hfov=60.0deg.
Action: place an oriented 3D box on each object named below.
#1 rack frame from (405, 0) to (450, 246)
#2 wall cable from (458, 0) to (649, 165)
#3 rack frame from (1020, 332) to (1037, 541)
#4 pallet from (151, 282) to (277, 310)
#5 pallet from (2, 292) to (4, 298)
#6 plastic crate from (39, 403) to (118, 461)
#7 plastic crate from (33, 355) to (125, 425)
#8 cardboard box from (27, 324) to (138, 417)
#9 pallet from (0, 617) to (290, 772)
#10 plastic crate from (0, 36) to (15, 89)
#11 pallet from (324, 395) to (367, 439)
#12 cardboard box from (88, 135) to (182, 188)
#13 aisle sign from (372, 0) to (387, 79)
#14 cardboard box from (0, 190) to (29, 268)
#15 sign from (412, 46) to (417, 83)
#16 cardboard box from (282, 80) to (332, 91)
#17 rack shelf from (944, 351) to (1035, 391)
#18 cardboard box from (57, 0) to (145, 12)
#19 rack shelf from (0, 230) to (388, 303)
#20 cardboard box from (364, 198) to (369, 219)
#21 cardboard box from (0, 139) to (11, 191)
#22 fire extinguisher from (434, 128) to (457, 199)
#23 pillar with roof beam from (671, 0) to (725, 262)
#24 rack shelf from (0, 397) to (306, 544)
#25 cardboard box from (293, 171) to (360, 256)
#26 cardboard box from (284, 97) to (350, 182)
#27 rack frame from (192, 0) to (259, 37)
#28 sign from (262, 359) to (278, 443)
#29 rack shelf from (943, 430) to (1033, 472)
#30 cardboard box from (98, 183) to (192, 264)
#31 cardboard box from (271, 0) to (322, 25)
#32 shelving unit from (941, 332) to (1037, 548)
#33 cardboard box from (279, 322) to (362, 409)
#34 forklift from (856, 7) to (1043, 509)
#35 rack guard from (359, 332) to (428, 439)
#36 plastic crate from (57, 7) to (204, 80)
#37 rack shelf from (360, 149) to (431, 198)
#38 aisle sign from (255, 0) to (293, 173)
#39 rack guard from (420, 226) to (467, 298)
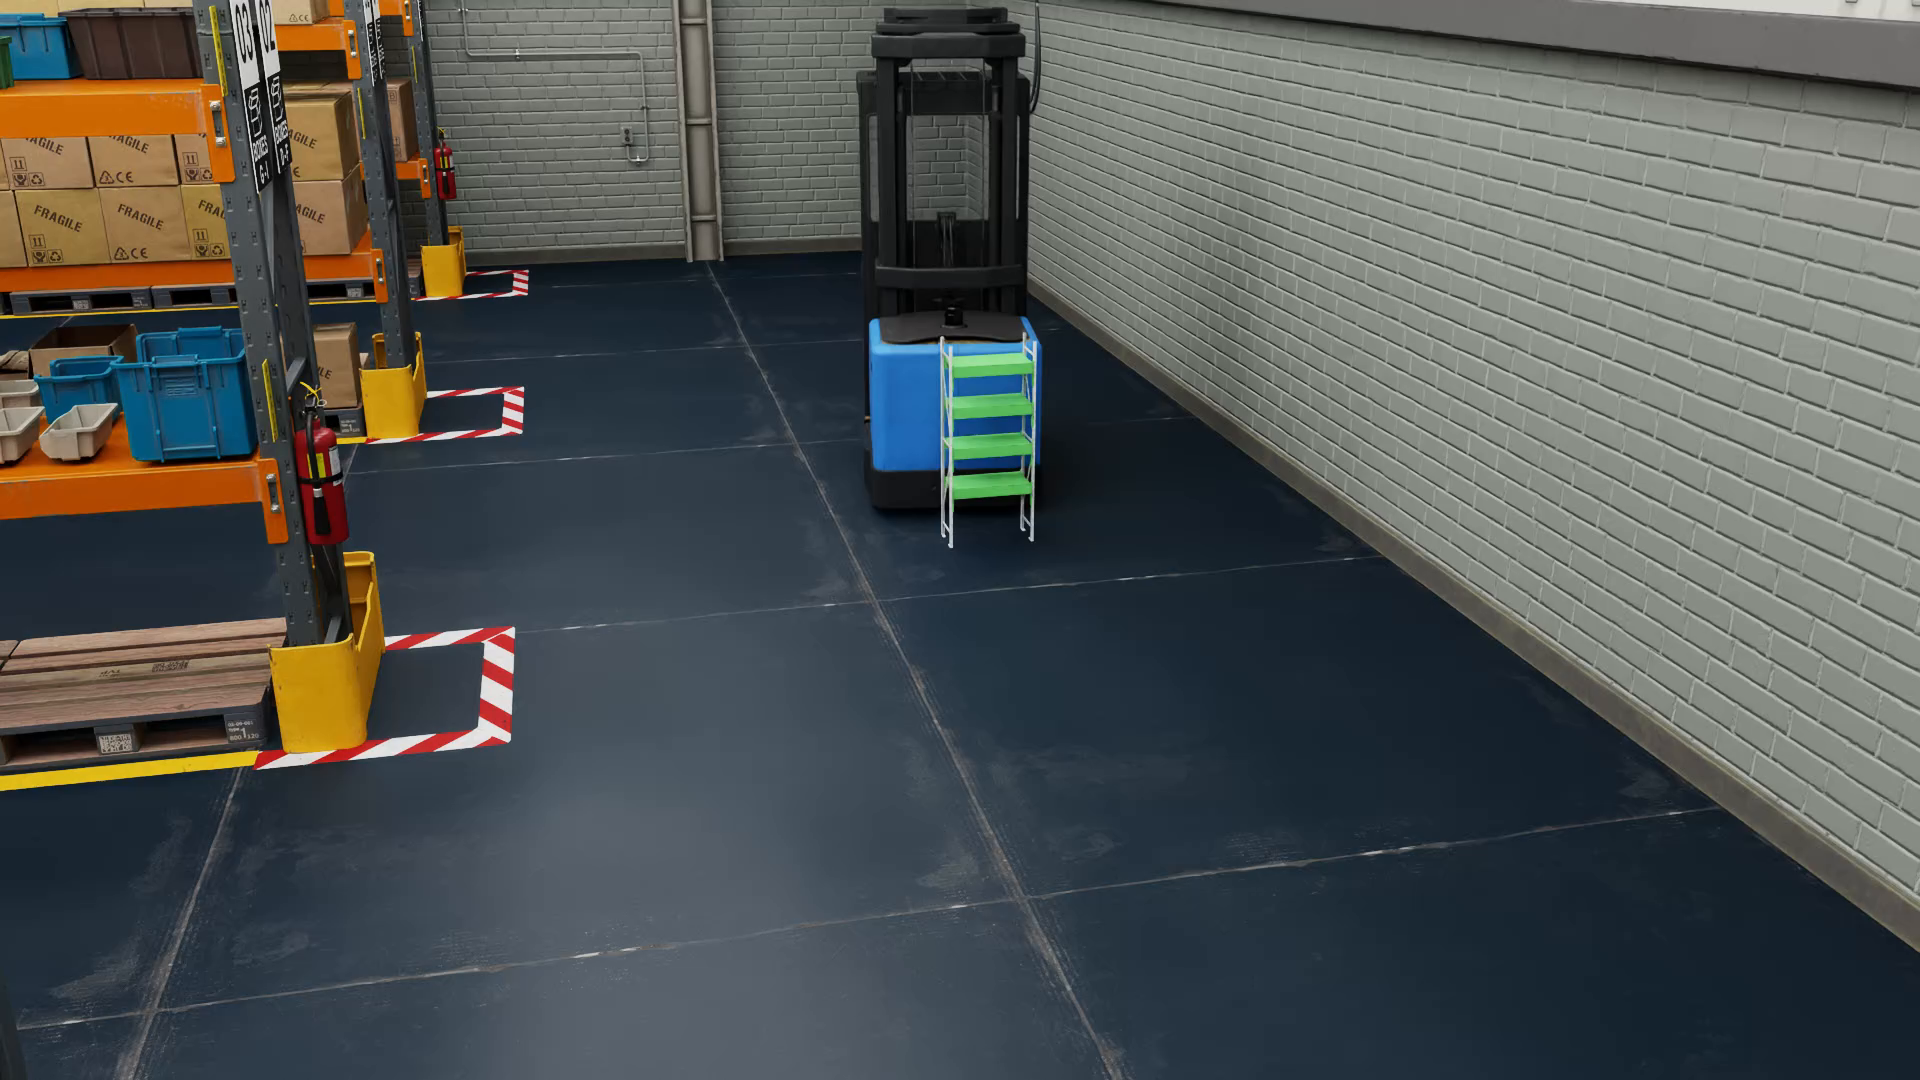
[{"bbox_3d":[-5.225,-3.988,16.340,0.127,3.000,1.000,-5,21,-12],"label":"rack frame"},{"bbox_3d":[-4.197,-4.883,17.306,1.851,1.984,0.084,-5,21,-12],"label":"wall cable"},{"bbox_3d":[0.399,-0.596,9.697,0.015,1.200,0.240,-5,21,-12],"label":"rack frame"},{"bbox_3d":[-7.170,-2.494,16.315,1.213,0.211,1.003,-5,21,-12],"label":"pallet"},{"bbox_3d":[-9.851,-2.276,15.720,1.213,0.211,1.003,-5,21,-12],"label":"pallet"},{"bbox_3d":[-3.697,-0.451,6.981,0.243,0.136,0.396,-5,21,-12],"label":"plastic crate"},{"bbox_3d":[-3.902,-0.660,7.411,0.300,0.233,0.416,-5,21,-12],"label":"plastic crate"},{"bbox_3d":[-6.147,-1.198,11.714,0.637,0.503,0.797,-5,21,-12],"label":"cardboard box"},{"bbox_3d":[-3.757,0.690,7.624,1.213,0.211,1.003,-5,21,-12],"label":"pallet"},{"bbox_3d":[-3.840,-1.807,6.334,0.336,0.188,0.450,-5,21,-12],"label":"plastic crate"},{"bbox_3d":[-4.931,-0.951,12.105,1.213,0.211,1.003,-5,21,-12],"label":"pallet"},{"bbox_3d":[-5.446,-2.636,11.052,0.500,0.500,0.500,-4,21,-11],"label":"cardboard box"},{"bbox_3d":[-4.083,-3.654,11.650,0.004,0.787,0.394,-5,21,-12],"label":"aisle sign"},{"bbox_3d":[-6.431,-2.090,11.014,0.500,0.500,0.500,-5,21,-13],"label":"cardboard box"},{"bbox_3d":[-5.114,-4.460,15.601,0.005,0.325,0.100,-5,21,-12],"label":"sign"},{"bbox_3d":[-6.425,-4.024,16.002,0.700,0.700,0.980,-5,21,-13],"label":"cardboard box"},{"bbox_3d":[0.161,-0.967,9.501,0.480,0.148,0.258,-5,21,-12],"label":"rack shelf"},{"bbox_3d":[-5.494,-3.459,10.754,0.500,0.250,0.500,-5,21,-12],"label":"cardboard box"},{"bbox_3d":[-6.028,-1.834,11.506,4.000,0.370,1.077,-5,21,-12],"label":"rack shelf"},{"bbox_3d":[-5.808,-3.304,16.553,0.250,0.149,0.380,-5,21,-12],"label":"cardboard box"},{"bbox_3d":[-6.449,-2.554,10.828,0.500,0.500,0.500,-5,21,-14],"label":"cardboard box"},{"bbox_3d":[-4.972,-3.634,16.028,0.183,0.674,0.296,-5,21,-12],"label":"fire extinguisher"},{"bbox_3d":[-1.806,-5.867,12.748,0.400,9.000,9.100,-5,21,-12],"label":"pillar with roof beam"},{"bbox_3d":[-4.892,-0.176,6.979,4.000,0.370,1.077,-5,21,-12],"label":"rack shelf"},{"bbox_3d":[-4.455,-2.250,11.452,0.500,0.500,0.500,-4,20,-11],"label":"cardboard box"},{"bbox_3d":[-4.452,-2.719,11.278,0.500,0.500,0.500,-5,21,-13],"label":"cardboard box"},{"bbox_3d":[-2.946,-3.489,6.255,0.127,3.000,1.000,-5,21,-12],"label":"rack frame"},{"bbox_3d":[-2.803,-0.565,6.760,0.005,0.325,0.100,-5,21,-12],"label":"sign"},{"bbox_3d":[0.161,-0.516,9.666,0.480,0.148,0.258,-5,21,-12],"label":"rack shelf"},{"bbox_3d":[-5.446,-2.171,11.234,0.500,0.500,0.500,-4,21,-12],"label":"cardboard box"},{"bbox_3d":[-4.521,-3.539,10.972,0.500,0.250,0.500,-5,21,-12],"label":"cardboard box"},{"bbox_3d":[0.161,-0.576,9.644,0.503,1.200,0.258,-5,21,-12],"label":"shelving unit"},{"bbox_3d":[-4.554,-1.237,11.826,0.500,0.500,0.500,-5,21,-12],"label":"cardboard box"},{"bbox_3d":[-0.120,-2.028,11.088,1.130,2.935,3.031,-1,20,-4],"label":"forklift"},{"bbox_3d":[-4.156,-1.150,12.228,0.348,0.500,1.175,-5,21,-12],"label":"rack guard"},{"bbox_3d":[-3.384,-2.082,6.965,0.590,0.269,0.497,-5,21,-12],"label":"plastic crate"},{"bbox_3d":[-7.172,-3.492,16.032,4.000,0.370,1.077,-5,21,-12],"label":"rack shelf"},{"bbox_3d":[-2.944,-1.997,7.127,0.004,0.787,0.394,-5,21,-12],"label":"aisle sign"},{"bbox_3d":[-5.202,-2.816,16.775,0.348,0.500,1.175,-5,21,-12],"label":"rack guard"}]
